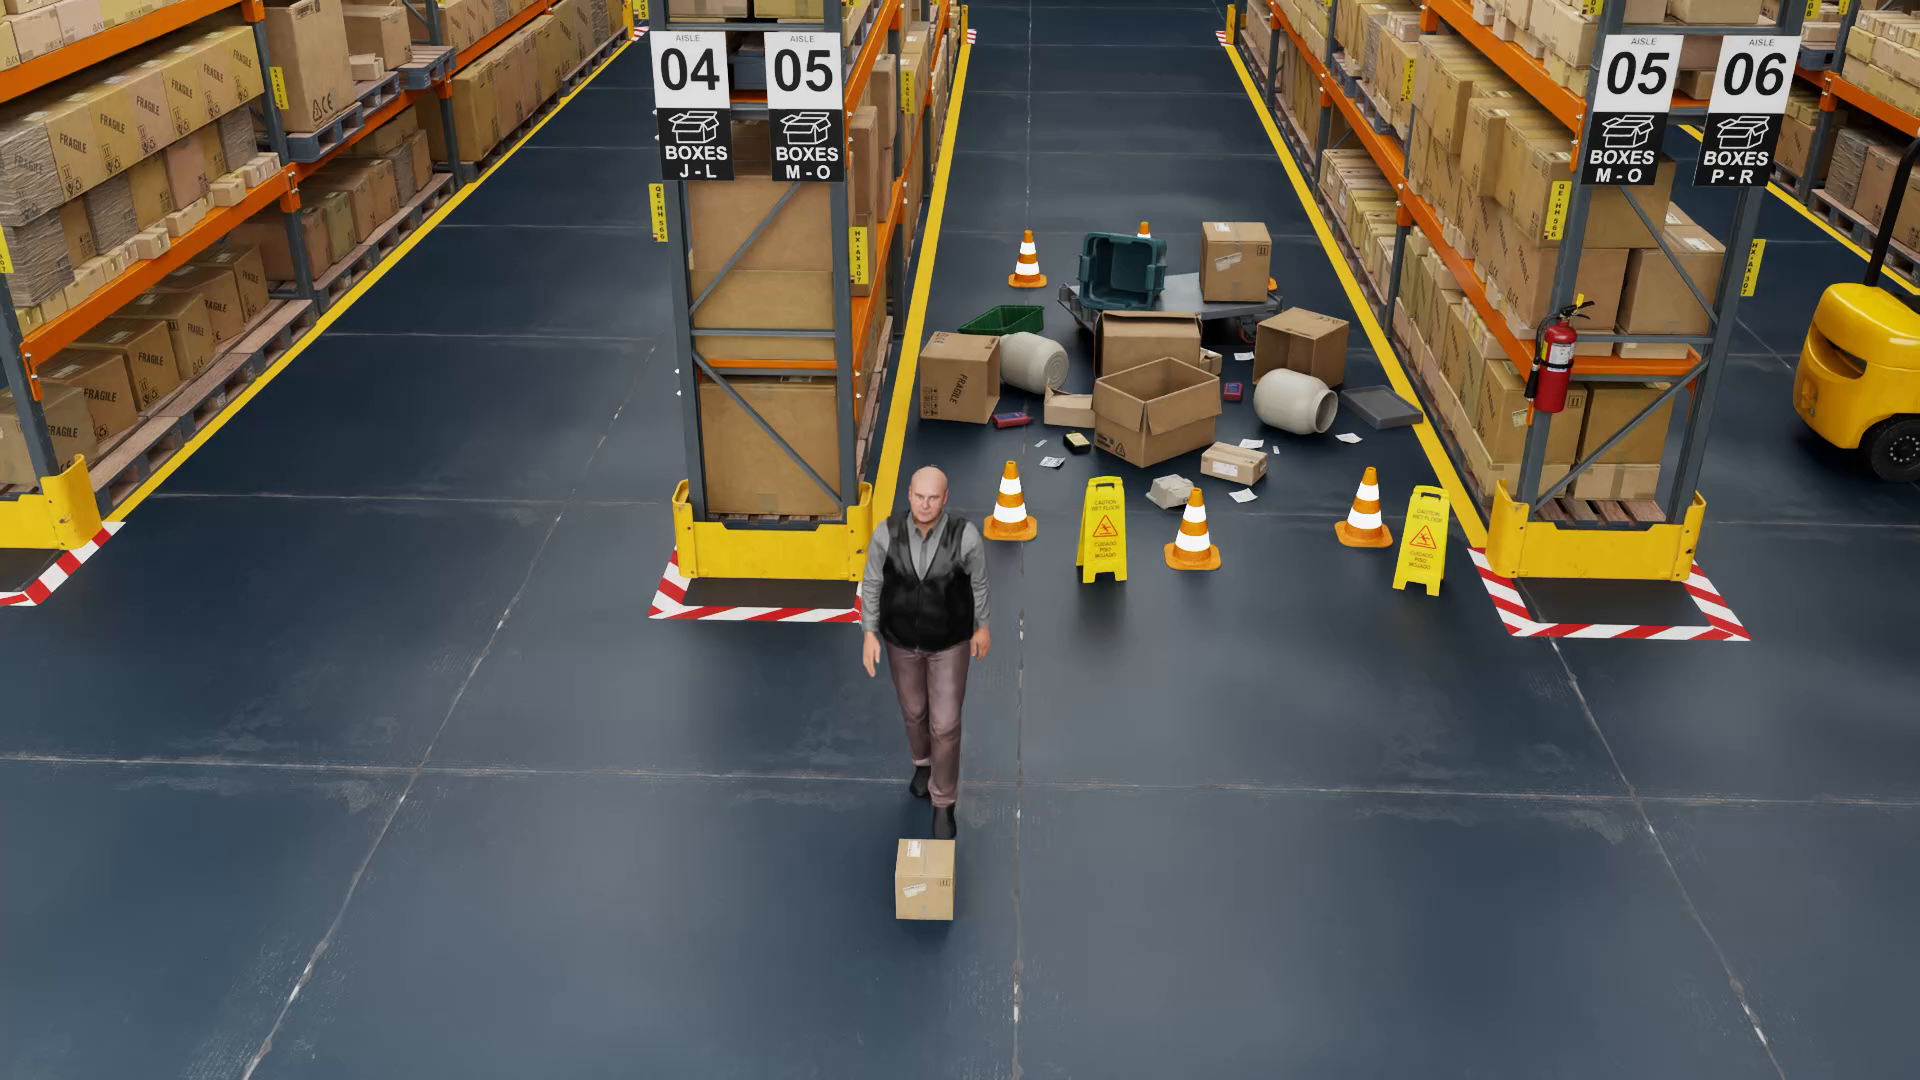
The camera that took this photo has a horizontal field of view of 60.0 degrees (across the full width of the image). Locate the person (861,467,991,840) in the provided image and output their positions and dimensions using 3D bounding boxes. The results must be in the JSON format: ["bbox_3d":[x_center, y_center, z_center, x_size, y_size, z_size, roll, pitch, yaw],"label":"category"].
[{"bbox_3d":[-0.184,0.523,7.675,0.584,1.752,0.620,5,28,10],"label":"person"}]
